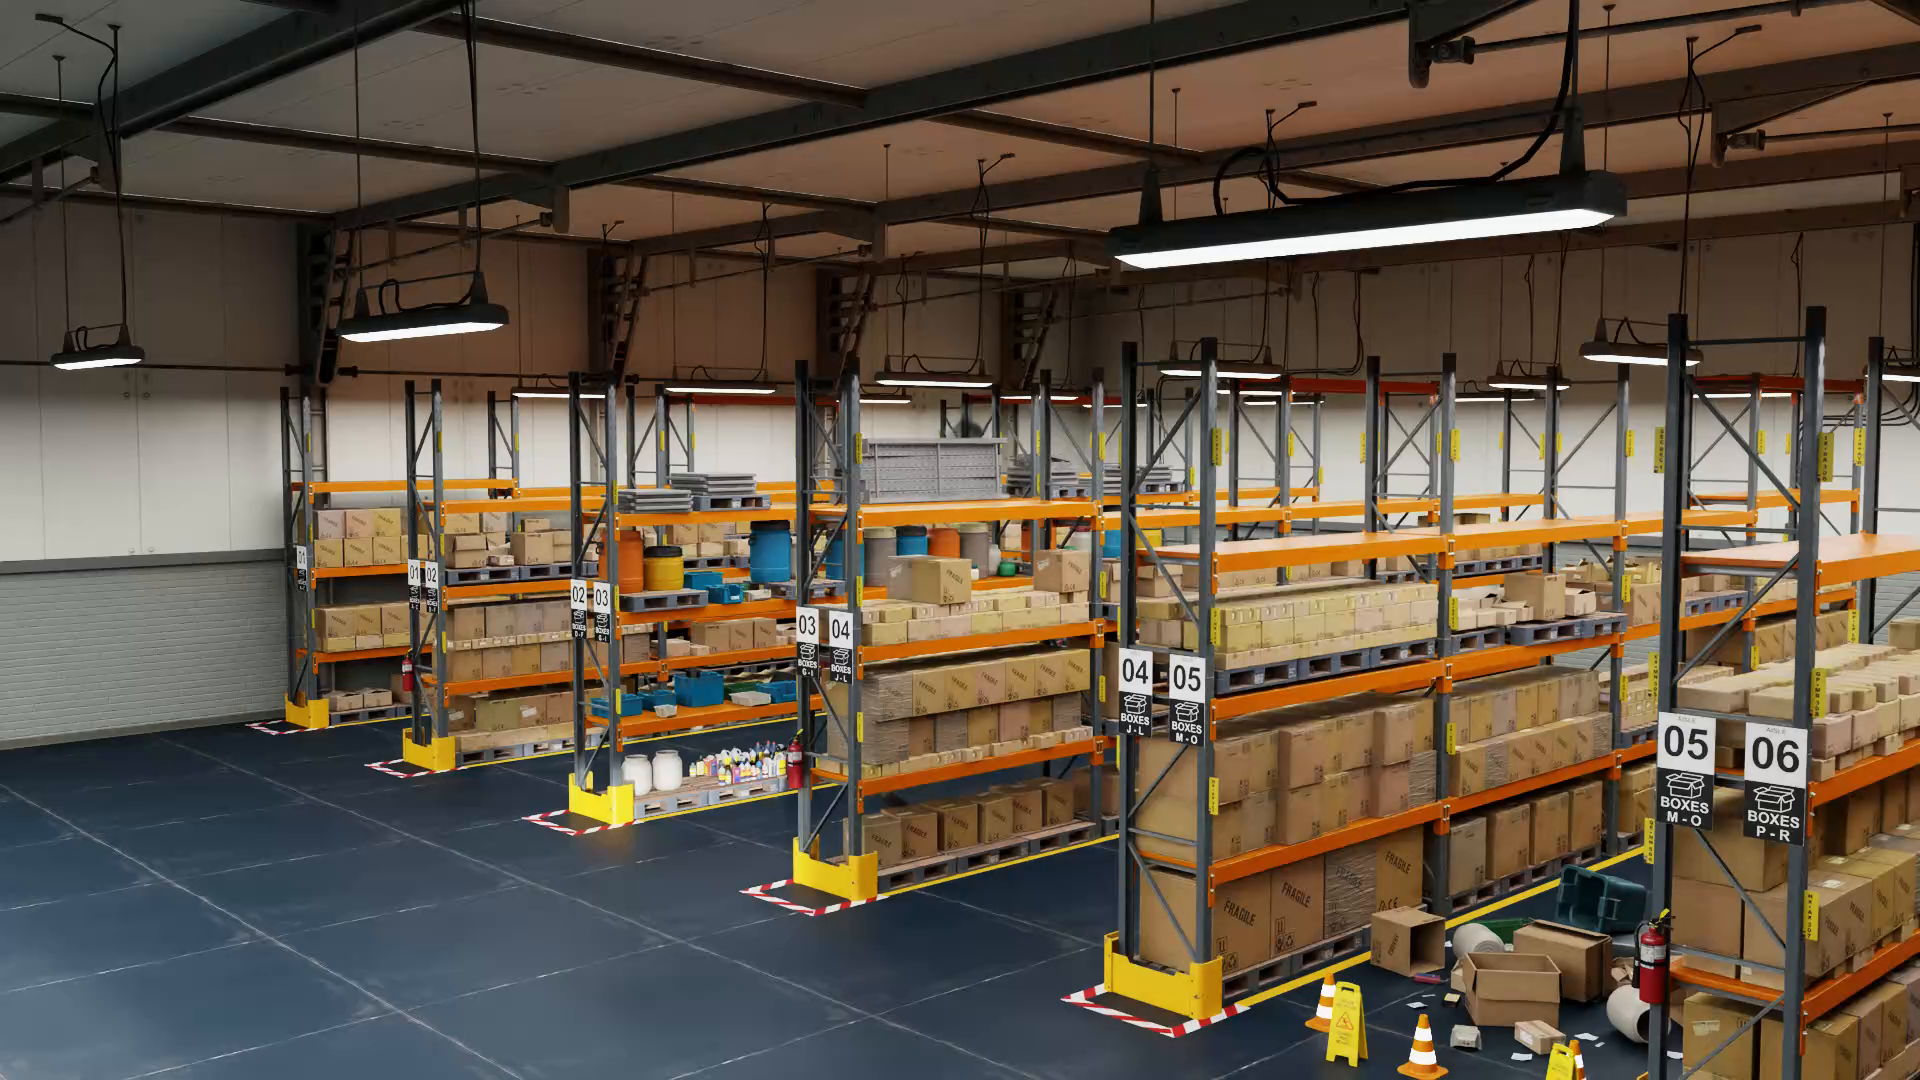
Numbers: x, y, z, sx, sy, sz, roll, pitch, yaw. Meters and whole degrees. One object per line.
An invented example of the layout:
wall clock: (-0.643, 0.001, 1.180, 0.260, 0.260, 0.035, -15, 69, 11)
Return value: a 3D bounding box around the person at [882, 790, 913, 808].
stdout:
person: (-0.902, 3.020, 21.600, 0.528, 1.530, 0.624, -3, 5, -42)
